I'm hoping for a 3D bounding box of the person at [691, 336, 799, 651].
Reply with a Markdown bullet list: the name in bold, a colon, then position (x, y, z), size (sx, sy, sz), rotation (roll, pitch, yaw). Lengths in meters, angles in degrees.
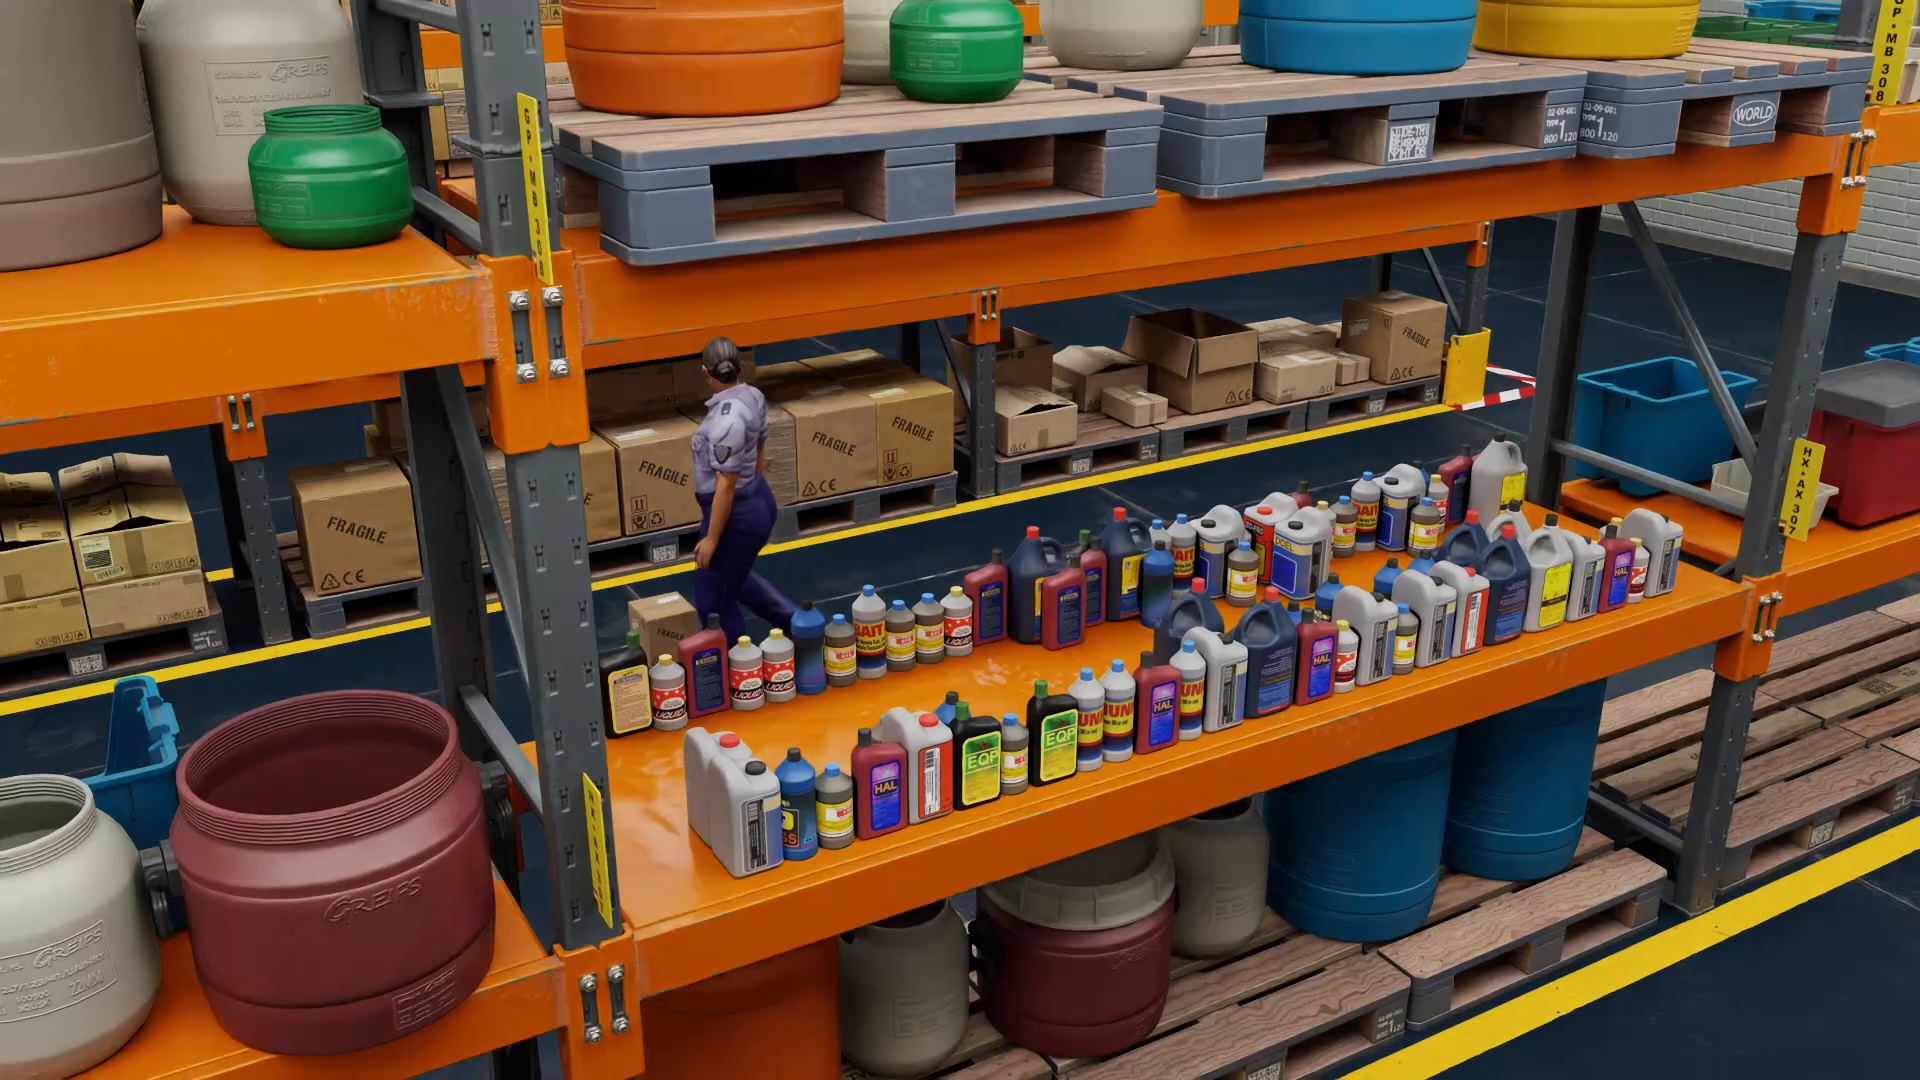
- **person**: position (-0.956, -0.087, 7.276), size (0.572, 1.636, 0.524), rotation (1, 22, 2)
